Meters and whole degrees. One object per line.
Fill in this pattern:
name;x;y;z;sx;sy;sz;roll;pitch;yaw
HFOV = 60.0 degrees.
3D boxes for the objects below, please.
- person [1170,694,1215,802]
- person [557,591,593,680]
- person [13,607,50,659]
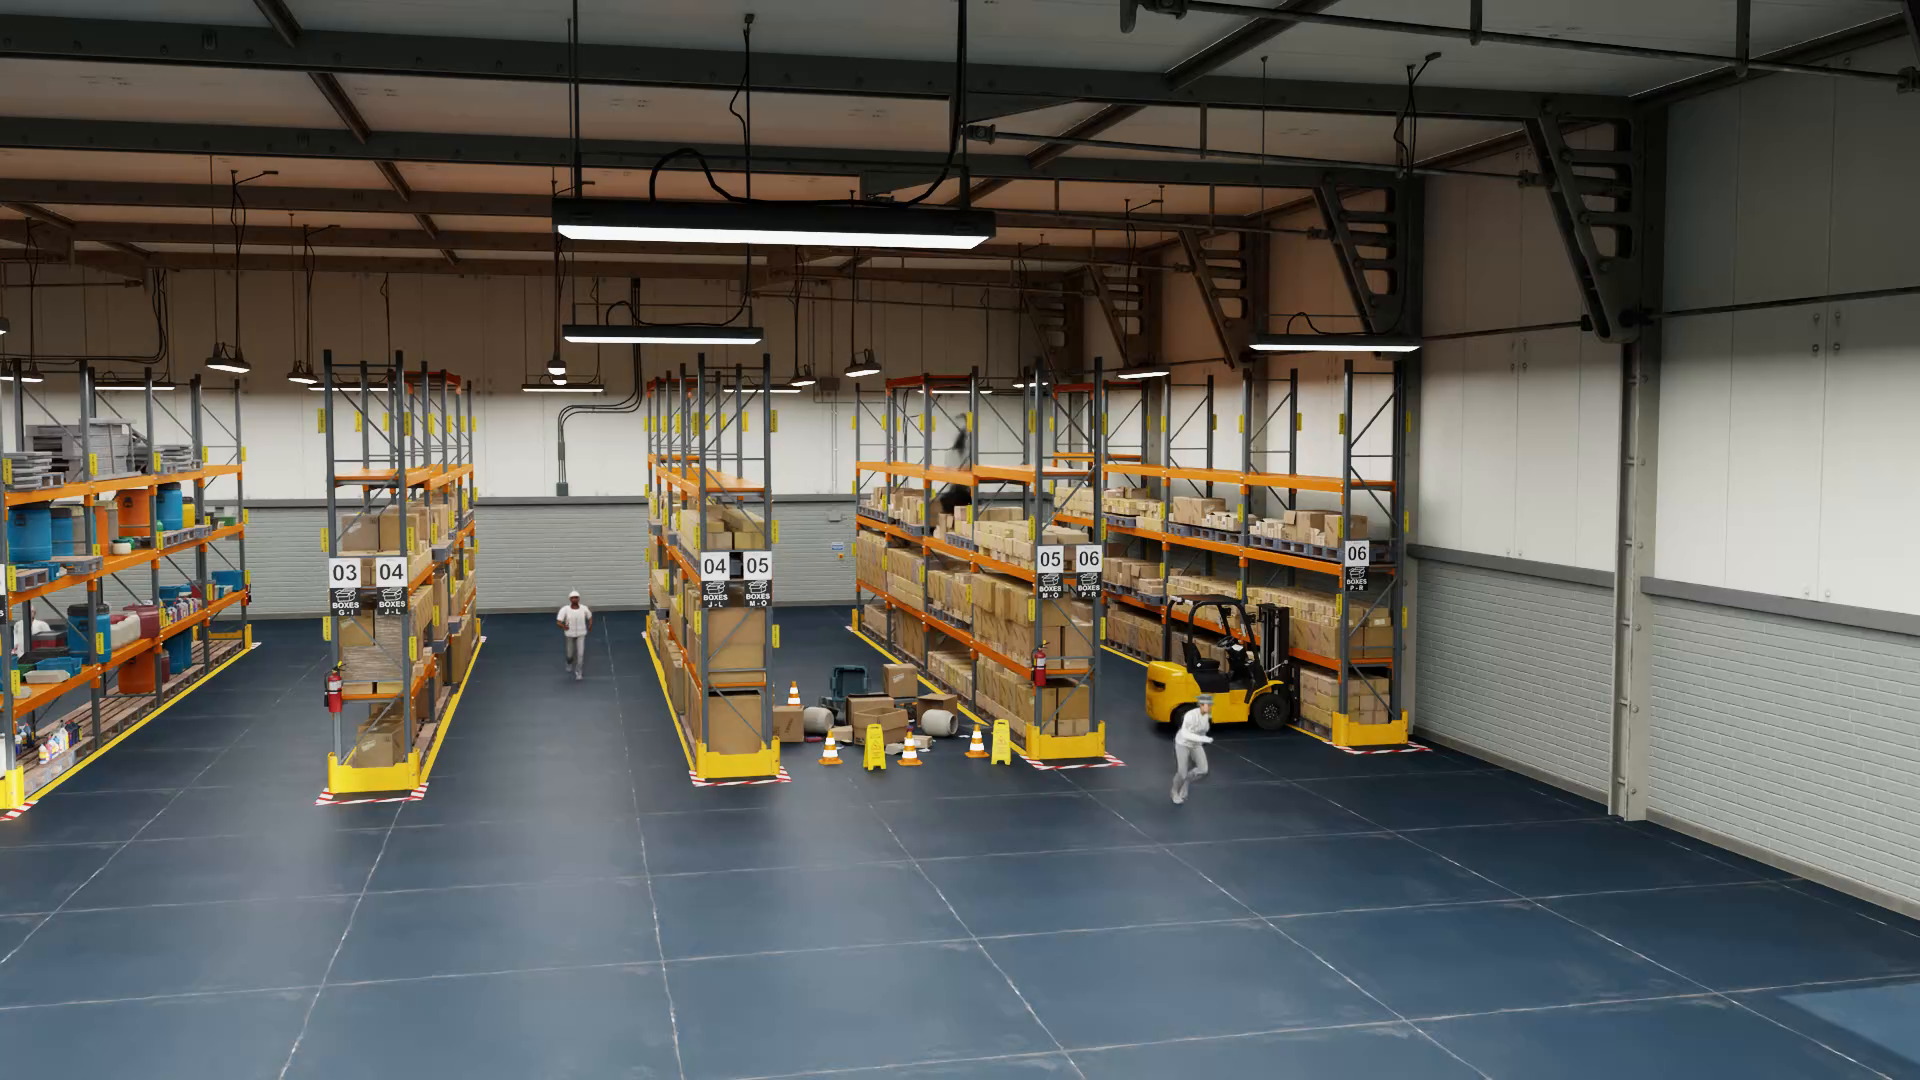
person;3.102;2.731;21.844;0.643;1.503;0.839;-3;5;-34
person;-7.549;1.868;32.668;0.714;1.733;0.791;-1;4;-19
person;-16.335;2.065;29.252;0.705;1.802;1.046;-1;4;-11
